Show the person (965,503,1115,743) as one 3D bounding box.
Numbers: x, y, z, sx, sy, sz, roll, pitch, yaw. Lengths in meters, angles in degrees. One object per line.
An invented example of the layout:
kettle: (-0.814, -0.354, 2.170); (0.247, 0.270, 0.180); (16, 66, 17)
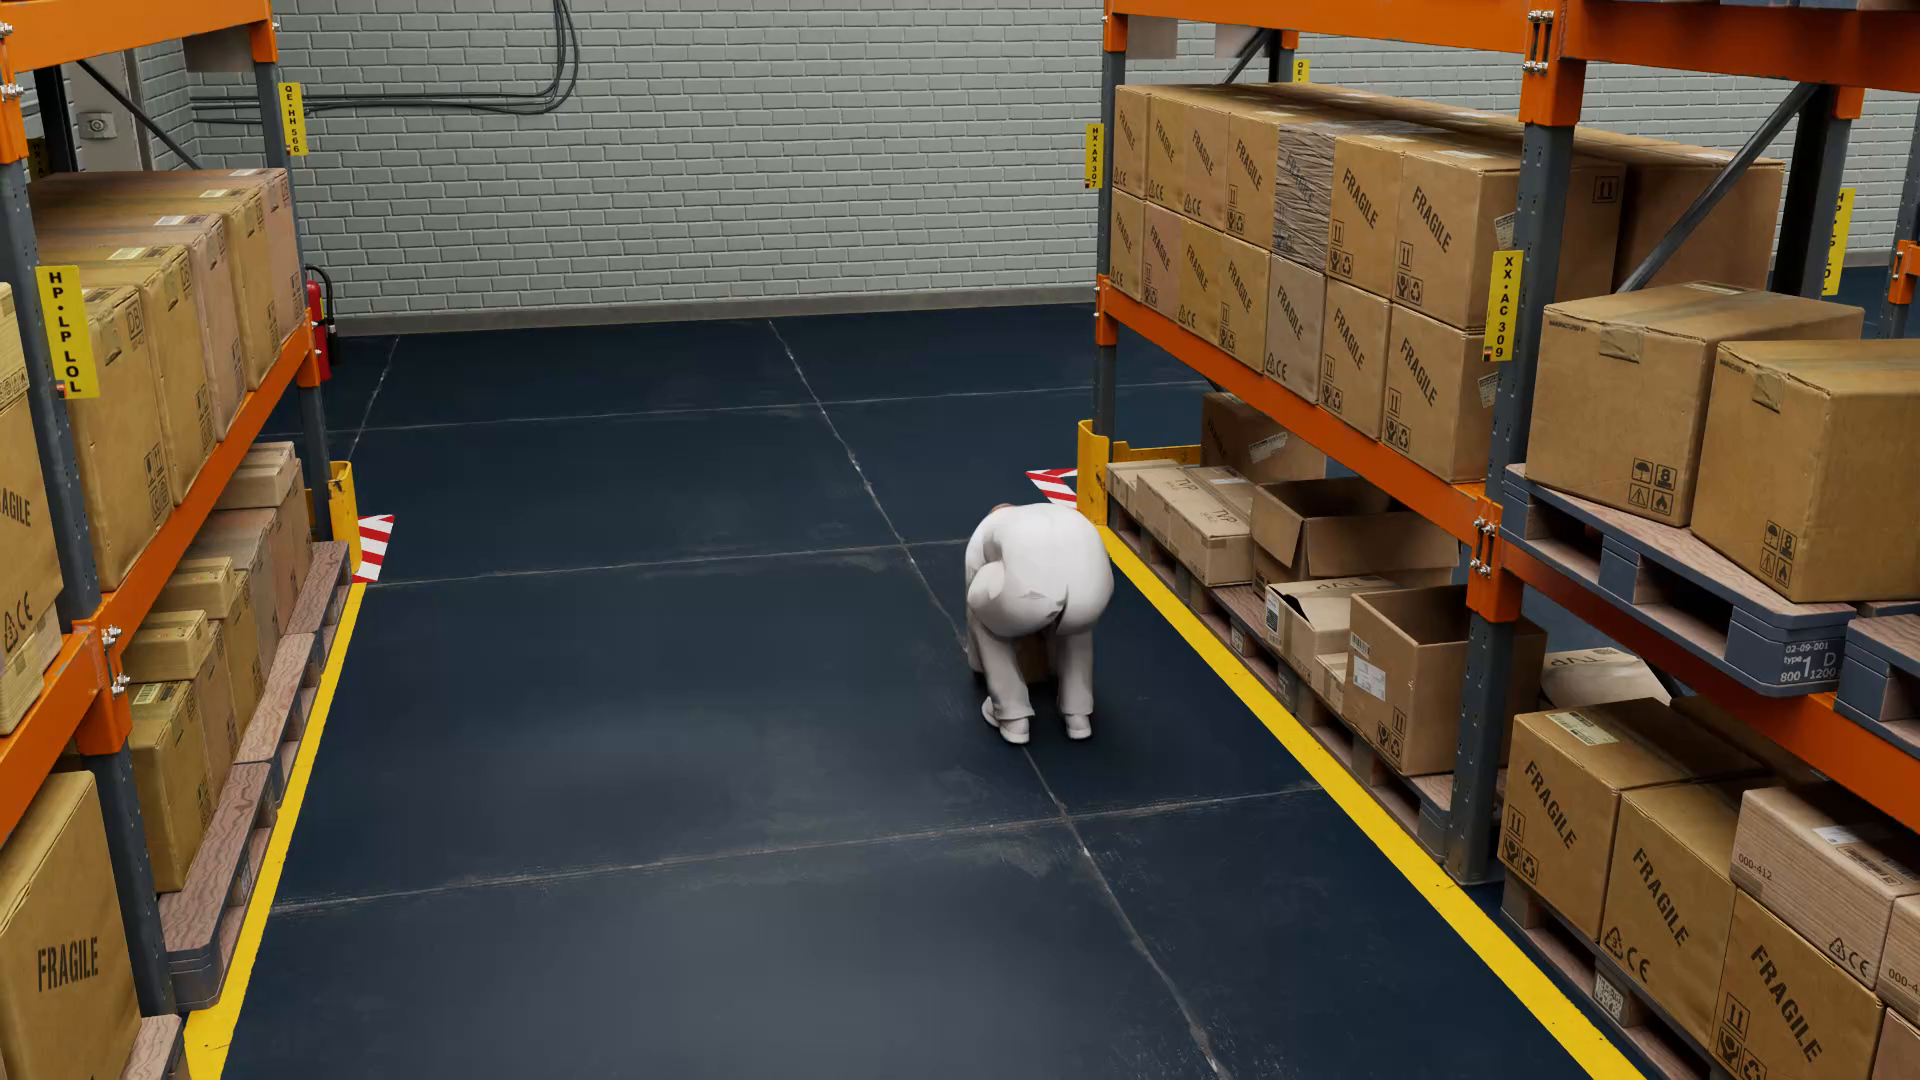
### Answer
person: (0.290, 0.267, 6.659); (0.595, 0.923, 0.950); (-4, 20, -12)
